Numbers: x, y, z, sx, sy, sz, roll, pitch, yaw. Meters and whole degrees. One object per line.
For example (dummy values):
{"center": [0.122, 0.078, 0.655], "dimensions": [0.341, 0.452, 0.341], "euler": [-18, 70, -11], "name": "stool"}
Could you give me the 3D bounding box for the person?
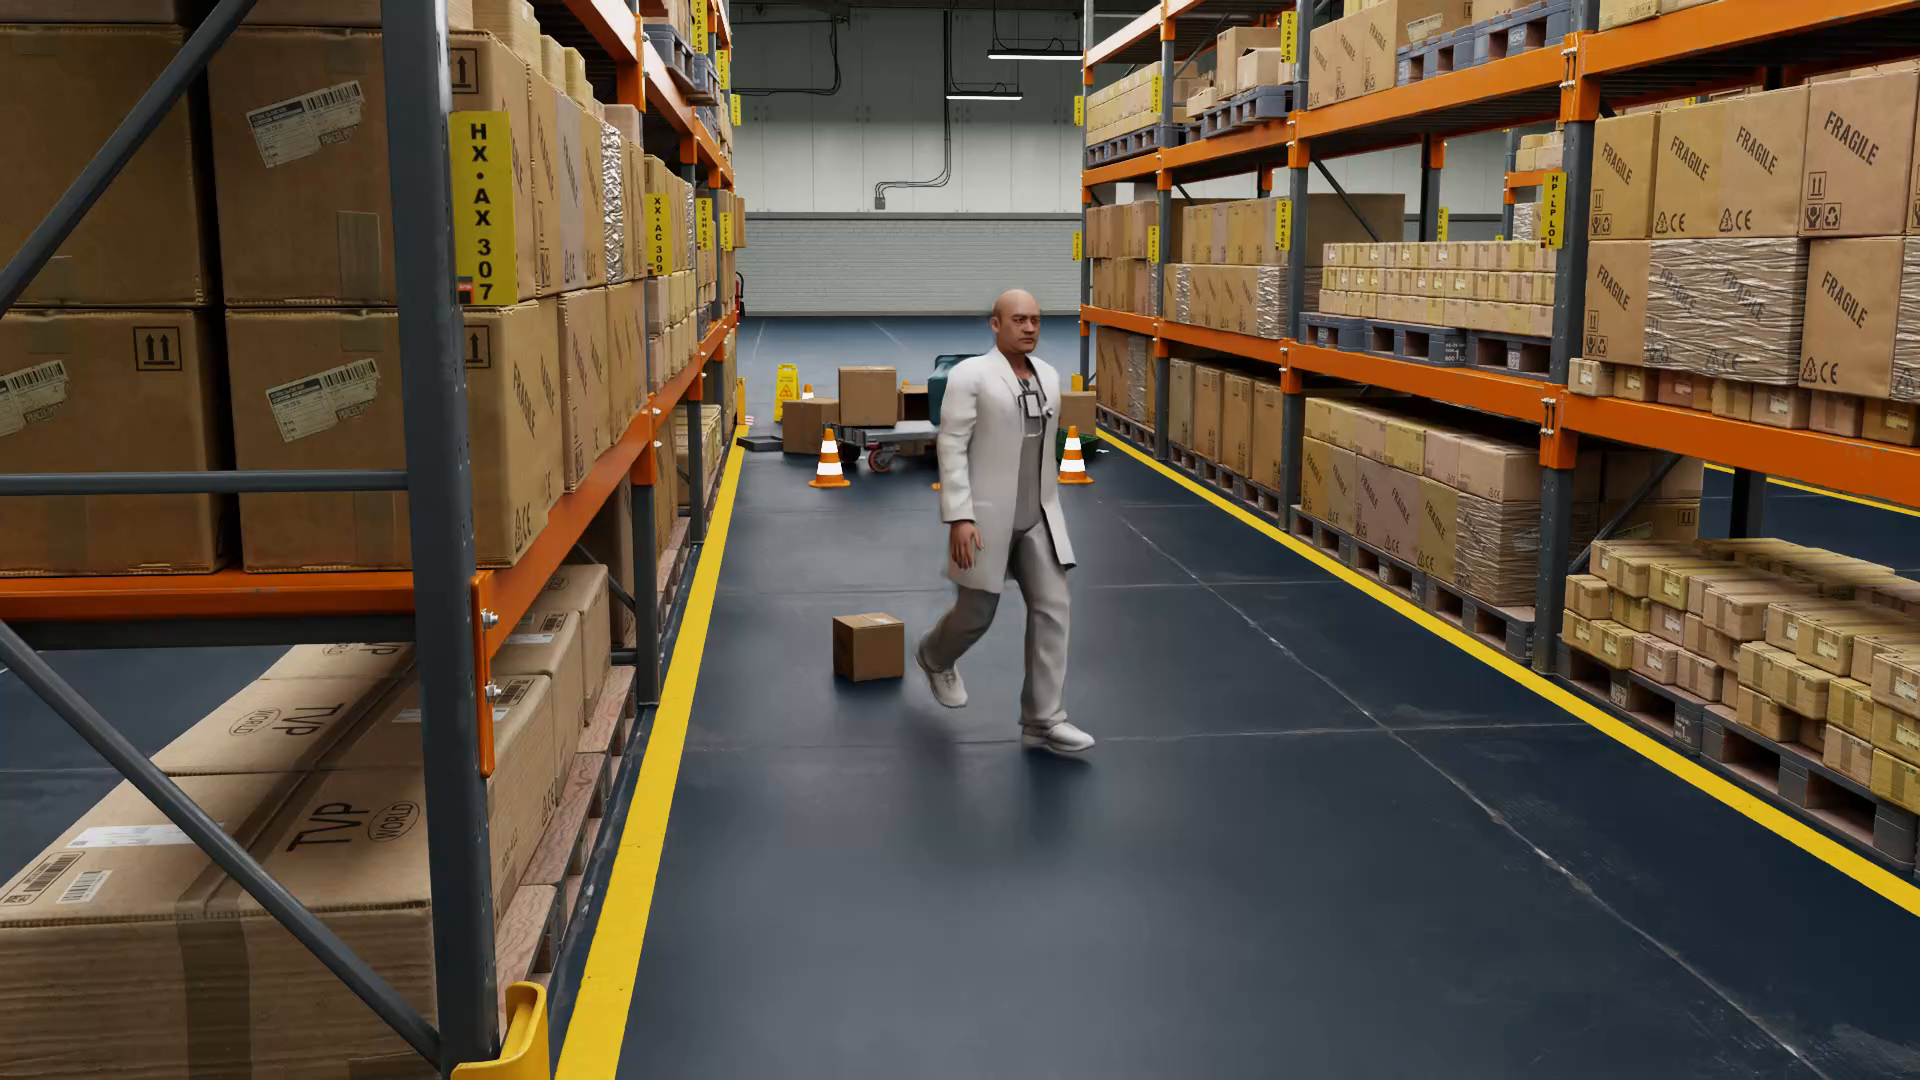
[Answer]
{"center": [0.141, -0.095, 6.475], "dimensions": [0.604, 1.743, 1.037], "euler": [-6, 11, -31], "name": "person"}
